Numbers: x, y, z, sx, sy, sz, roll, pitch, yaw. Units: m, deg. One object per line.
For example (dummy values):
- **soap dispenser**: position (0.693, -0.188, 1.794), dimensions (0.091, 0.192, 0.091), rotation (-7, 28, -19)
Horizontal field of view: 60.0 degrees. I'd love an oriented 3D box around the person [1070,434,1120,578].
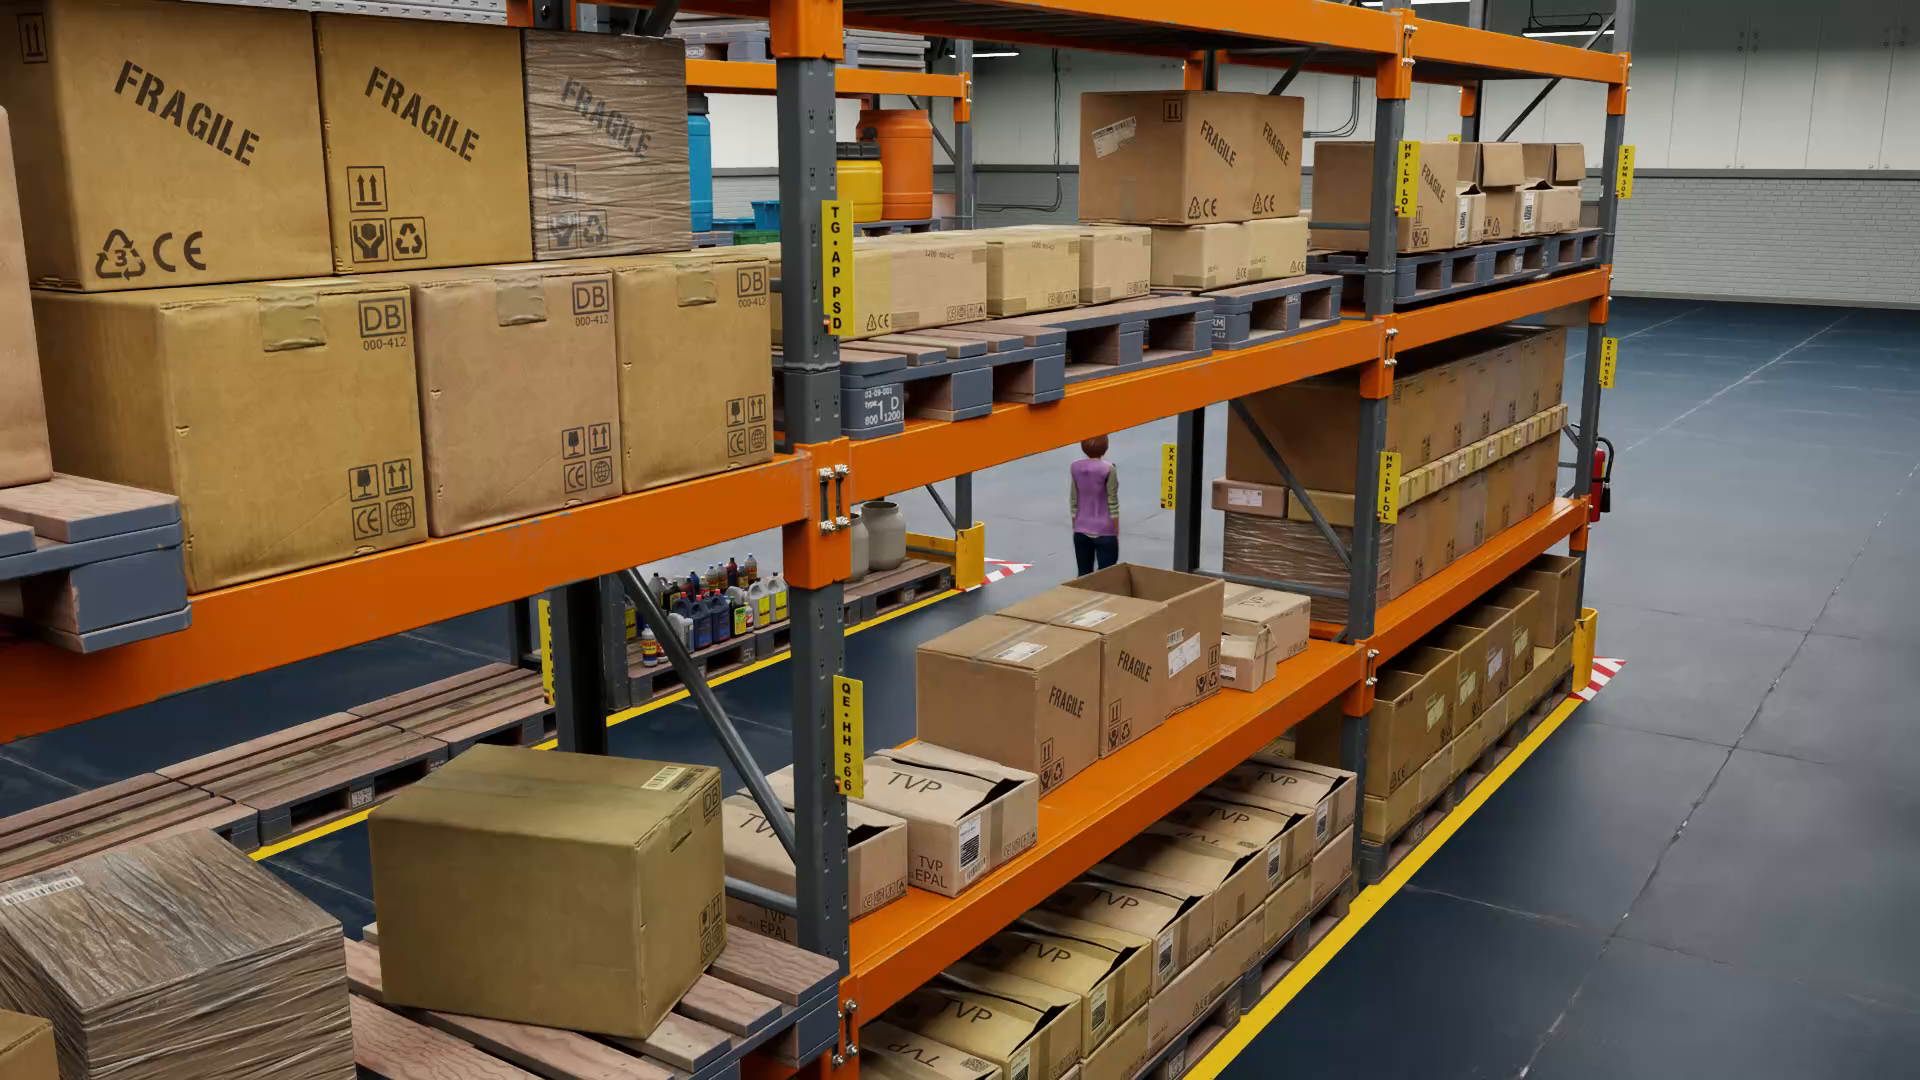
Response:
- **person**: position (0.990, -0.035, 12.191), dimensions (0.397, 1.582, 0.316), rotation (9, 16, 34)
